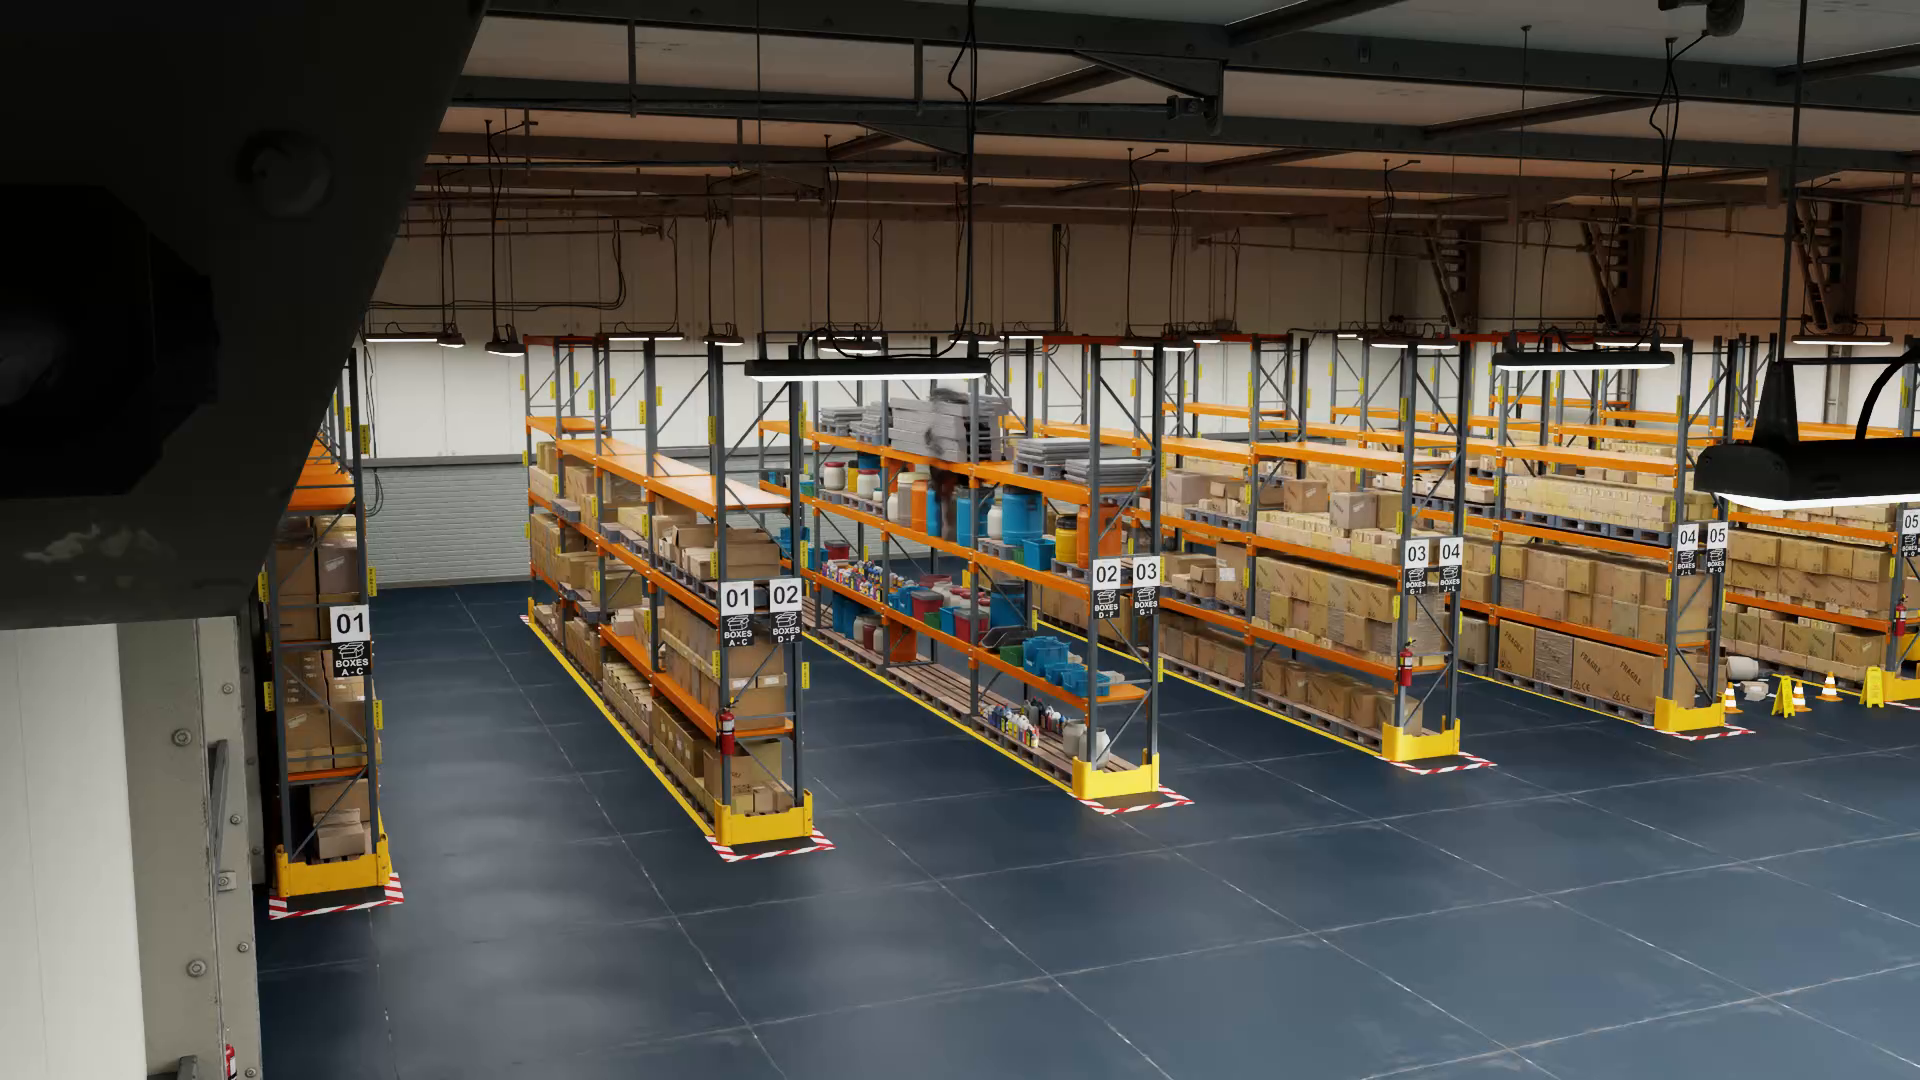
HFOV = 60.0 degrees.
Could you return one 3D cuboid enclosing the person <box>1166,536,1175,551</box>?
[{"bbox_3d":[5.495,-0.155,42.741,0.553,1.609,0.653,5,9,32],"label":"person"}]
